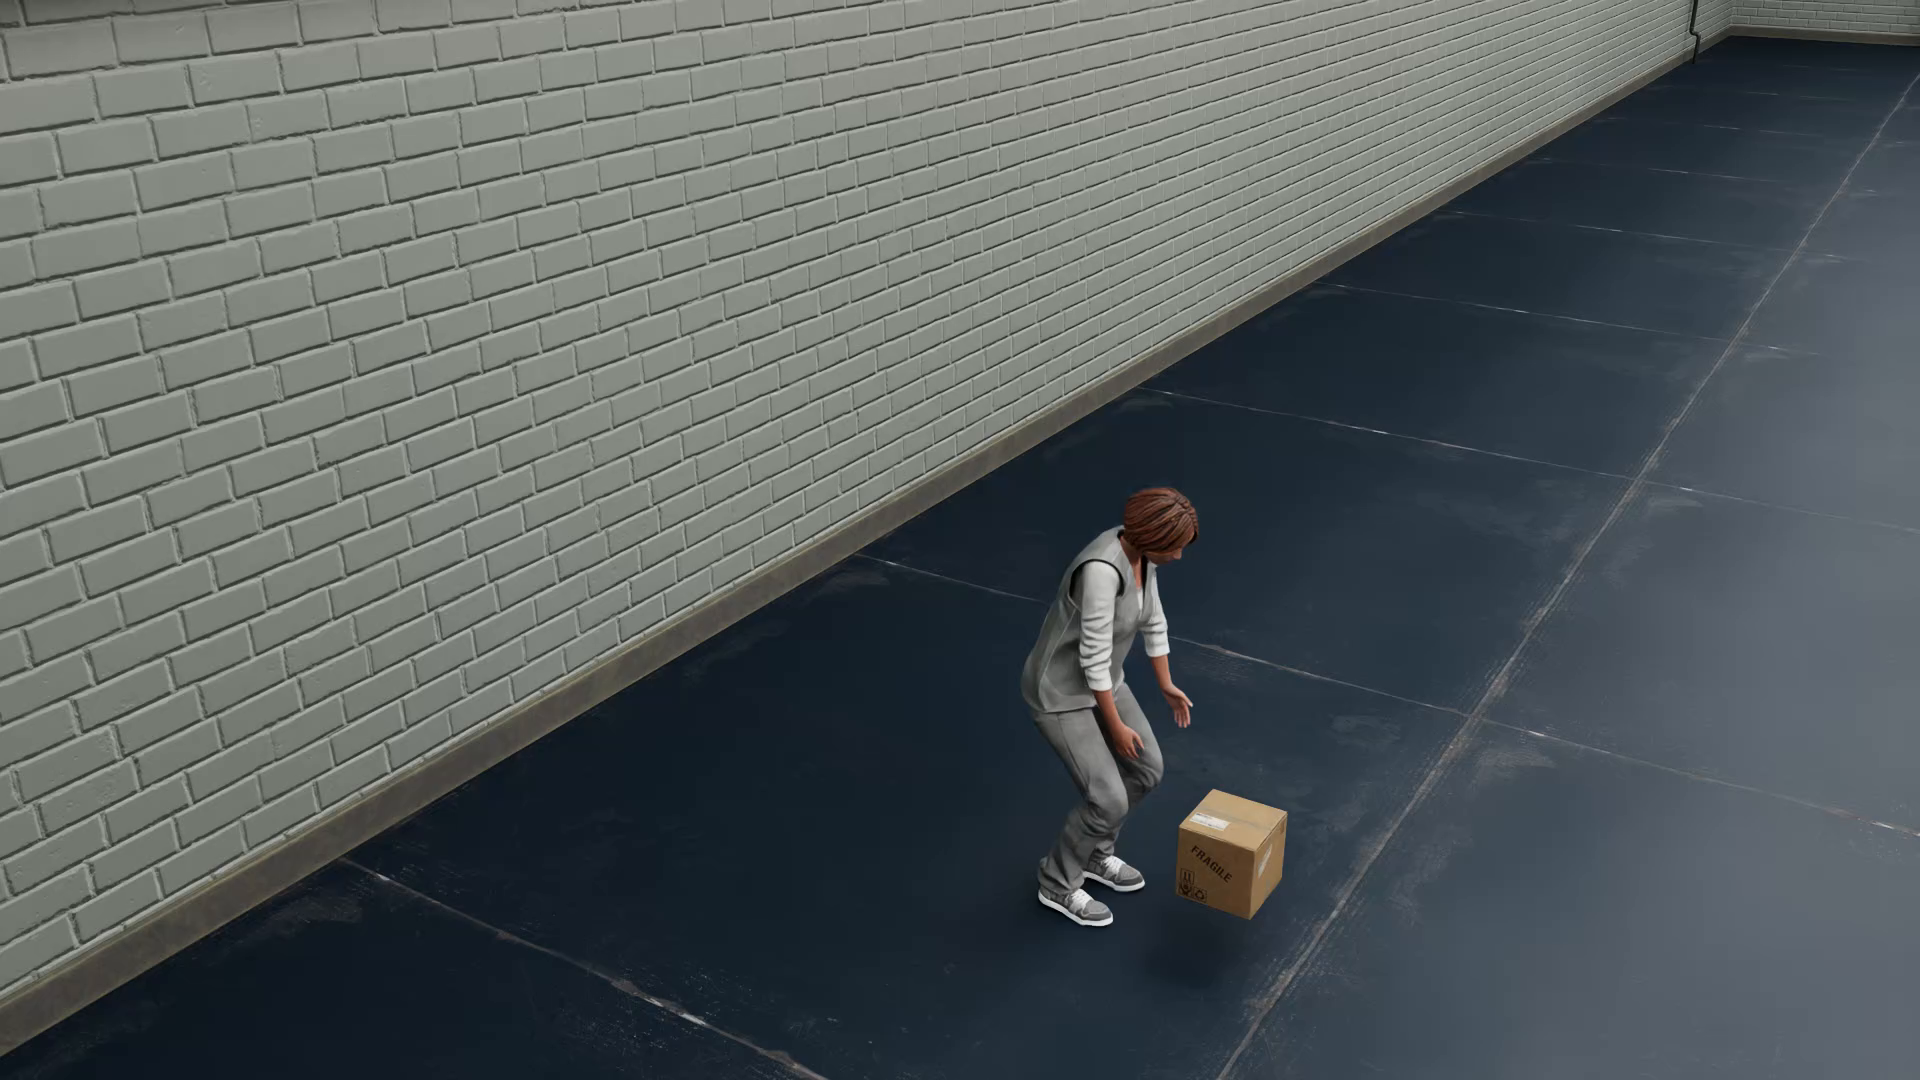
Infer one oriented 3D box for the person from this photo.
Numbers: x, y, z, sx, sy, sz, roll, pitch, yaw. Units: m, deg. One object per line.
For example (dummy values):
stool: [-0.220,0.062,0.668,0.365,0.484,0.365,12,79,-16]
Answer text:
person: [0.461,0.489,5.165,0.518,1.464,0.451,14,27,30]
